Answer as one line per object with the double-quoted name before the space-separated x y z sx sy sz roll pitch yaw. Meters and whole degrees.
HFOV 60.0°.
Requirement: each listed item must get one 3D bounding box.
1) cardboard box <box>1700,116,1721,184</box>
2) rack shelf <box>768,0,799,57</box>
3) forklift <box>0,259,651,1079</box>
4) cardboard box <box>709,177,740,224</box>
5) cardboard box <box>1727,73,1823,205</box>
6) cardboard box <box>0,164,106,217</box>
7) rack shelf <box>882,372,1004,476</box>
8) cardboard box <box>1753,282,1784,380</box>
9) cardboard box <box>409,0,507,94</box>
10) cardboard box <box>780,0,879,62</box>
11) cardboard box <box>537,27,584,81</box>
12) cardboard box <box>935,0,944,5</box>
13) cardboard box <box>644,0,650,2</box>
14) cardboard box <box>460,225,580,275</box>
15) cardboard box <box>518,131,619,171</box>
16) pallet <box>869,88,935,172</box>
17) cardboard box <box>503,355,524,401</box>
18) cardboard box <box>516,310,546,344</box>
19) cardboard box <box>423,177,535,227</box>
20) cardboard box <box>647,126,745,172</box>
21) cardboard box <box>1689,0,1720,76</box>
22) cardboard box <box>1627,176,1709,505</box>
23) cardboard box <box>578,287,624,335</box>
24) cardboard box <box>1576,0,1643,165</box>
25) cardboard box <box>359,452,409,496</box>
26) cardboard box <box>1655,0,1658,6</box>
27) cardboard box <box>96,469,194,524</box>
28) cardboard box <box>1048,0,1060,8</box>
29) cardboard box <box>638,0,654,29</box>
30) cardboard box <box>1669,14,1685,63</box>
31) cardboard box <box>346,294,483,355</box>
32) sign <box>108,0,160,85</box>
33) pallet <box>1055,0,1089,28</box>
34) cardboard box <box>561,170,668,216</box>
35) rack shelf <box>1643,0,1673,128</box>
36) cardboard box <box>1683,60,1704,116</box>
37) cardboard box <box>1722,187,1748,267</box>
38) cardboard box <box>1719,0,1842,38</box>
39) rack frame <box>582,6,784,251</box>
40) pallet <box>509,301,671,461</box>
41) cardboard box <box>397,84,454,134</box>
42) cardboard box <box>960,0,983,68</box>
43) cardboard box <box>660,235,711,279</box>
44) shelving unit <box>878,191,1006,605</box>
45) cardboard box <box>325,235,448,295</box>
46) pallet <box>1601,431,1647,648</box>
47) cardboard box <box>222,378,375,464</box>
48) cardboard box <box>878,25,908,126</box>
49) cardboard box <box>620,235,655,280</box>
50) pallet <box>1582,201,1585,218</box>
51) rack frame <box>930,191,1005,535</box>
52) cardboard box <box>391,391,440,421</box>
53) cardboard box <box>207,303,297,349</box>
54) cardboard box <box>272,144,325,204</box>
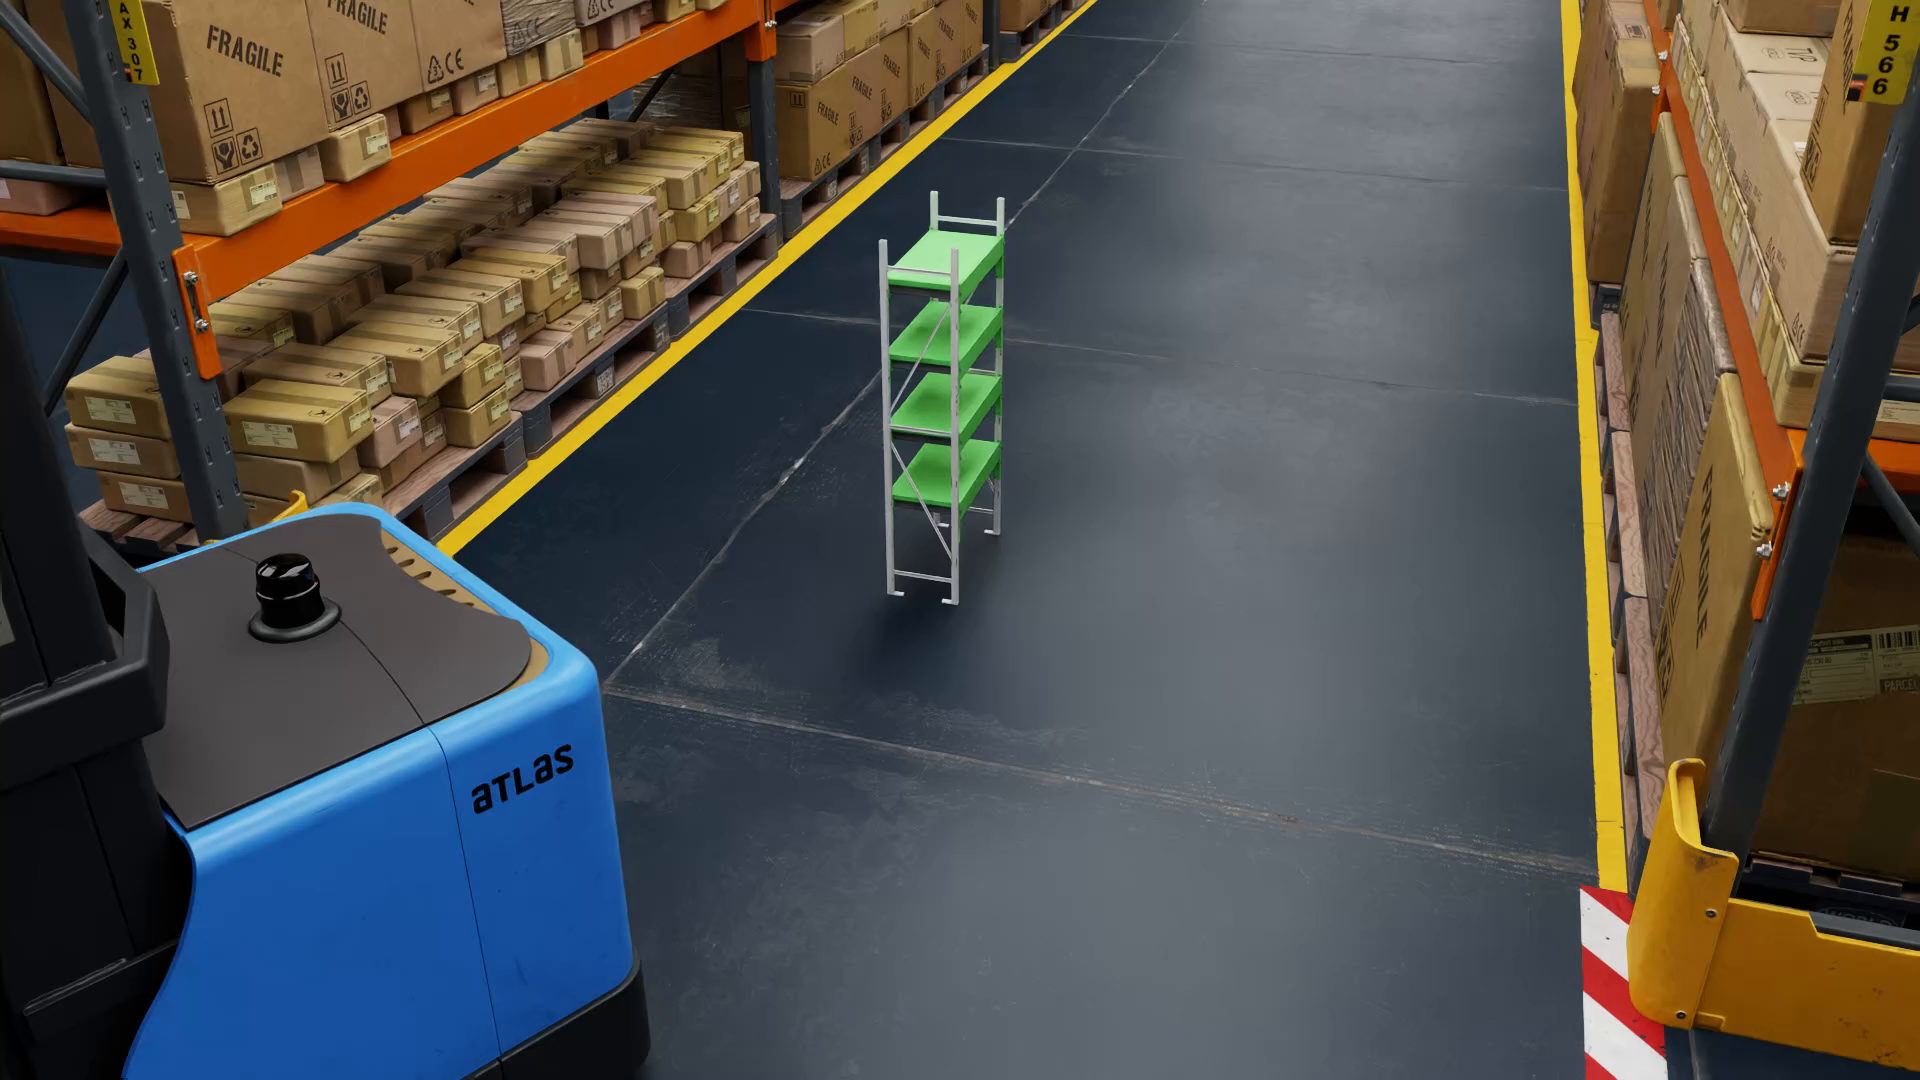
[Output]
"cardboard box" 2.461 -1.163 5.013 0.380 0.149 0.250 8 30 13
"rack shelf" -0.803 -3.457 9.618 1.077 0.370 4.000 8 30 15
"forklift" -2.085 0.214 2.350 3.031 2.935 1.130 -25 38 -37
"cardboard box" -1.246 -1.590 7.717 0.380 0.149 0.250 7 30 12
"cardboard box" 2.335 -1.028 4.360 0.500 0.250 0.500 7 30 13
"cardboard box" -2.738 -1.065 4.837 0.380 0.149 0.250 9 30 15
"rack shelf" -0.049 -0.392 5.351 0.258 0.148 0.480 8 30 15
"cardboard box" 2.013 -0.452 3.735 0.380 0.149 0.250 9 30 15
"cardboard box" -1.879 -1.804 5.498 0.500 0.500 0.500 9 30 16
"cardboard box" -0.766 -2.814 9.091 0.500 0.250 0.500 9 30 16
"cardboard box" -1.640 -1.829 6.211 0.380 0.149 0.250 9 30 16
"cardboard box" -0.303 -3.528 10.374 0.500 0.250 0.500 9 30 16
"cardboard box" -1.415 -2.509 6.766 0.500 0.500 0.500 8 30 13
"cardboard box" -1.735 -1.120 6.567 0.380 0.149 0.250 9 30 15
"cardboard box" -1.826 -1.789 7.769 0.380 0.149 0.250 10 31 17
"pallet" -0.806 -2.554 10.124 1.003 0.211 1.213 8 30 15
"cardboard box" -1.875 -0.603 6.249 0.380 0.149 0.250 9 30 15
"cardboard box" -1.837 -0.875 6.433 0.380 0.149 0.250 10 31 17
"cardboard box" -2.061 -1.434 7.130 0.380 0.149 0.250 9 30 16
"cardboard box" -1.245 -1.837 7.855 0.380 0.149 0.250 9 30 16
"cardboard box" 2.783 -1.740 5.641 0.500 0.250 0.500 8 30 15
"cardboard box" 2.788 -0.628 5.548 0.875 0.875 0.875 8 30 15
"cardboard box" -1.624 -0.956 6.883 0.380 0.149 0.250 9 30 16
"cardboard box" 4.005 -2.470 8.858 1.225 0.875 0.875 9 30 15
"cardboard box" -2.105 -0.252 5.617 0.380 0.149 0.250 8 30 15
"cardboard box" 3.350 -2.616 7.264 0.500 0.500 0.500 9 30 16
"cardboard box" -2.609 -0.195 5.515 0.380 0.149 0.250 9 30 16
"cardboard box" 0.303 -4.578 12.776 1.050 0.750 0.750 9 30 16
"cardboard box" -1.498 -2.205 6.886 0.380 0.149 0.250 8 30 13
"cardboard box" 2.917 -1.887 6.315 0.380 0.149 0.250 9 30 15
"cardboard box" -1.929 -0.747 5.895 0.380 0.149 0.250 7 30 12
"sign" -2.045 -1.284 4.082 0.100 0.325 0.005 8 30 15
"pallet" 0.448 -4.403 13.447 1.003 0.211 1.213 8 30 15
"cardboard box" -1.499 -1.486 7.225 0.380 0.149 0.250 9 30 17
"rack shelf" 3.909 -2.702 8.262 1.077 0.370 4.000 8 30 15
"cardboard box" 2.688 -1.520 5.655 0.380 0.149 0.250 8 30 13
"cardboard box" 2.236 -0.806 4.371 0.380 0.149 0.250 8 30 14
"cardboard box" 2.637 -1.823 5.018 0.500 0.500 0.500 8 30 13
"rack frame" -1.390 -2.842 7.773 1.000 3.000 0.127 8 30 15
"pallet" -1.909 -0.737 6.858 1.003 0.211 1.213 8 30 15
"cardboard box" -1.942 -1.481 5.585 0.380 0.149 0.250 8 30 14
"cardboard box" -0.159 -3.449 11.003 0.500 0.500 0.500 8 30 15
"cardboard box" -1.351 -1.308 7.516 0.380 0.149 0.250 7 30 13
"shelving unit" -0.049 -0.447 5.320 0.258 1.200 0.503 8 30 15
"cardboard box" -2.222 -1.060 6.459 0.380 0.149 0.250 7 30 13
"pallet" 2.668 0.043 5.456 1.003 0.211 1.213 8 30 15
"cardboard box" -2.085 -0.375 5.228 0.380 0.149 0.250 7 30 13
"cardboard box" -0.625 -2.730 9.711 0.500 0.500 0.500 9 30 16
"cardboard box" -1.531 -1.239 7.087 0.380 0.149 0.250 9 30 16
"pallet" 3.833 -1.807 8.780 1.003 0.211 1.213 8 30 15
"rack frame" 0.023 -0.561 5.524 0.240 1.200 0.015 8 30 15
"cardboard box" -2.043 -0.503 5.763 0.380 0.149 0.250 9 30 16
"cardboard box" -2.567 -0.710 5.829 0.380 0.149 0.250 8 30 14
"cardboard box" -2.120 -1.101 4.902 0.380 0.149 0.250 10 30 17
